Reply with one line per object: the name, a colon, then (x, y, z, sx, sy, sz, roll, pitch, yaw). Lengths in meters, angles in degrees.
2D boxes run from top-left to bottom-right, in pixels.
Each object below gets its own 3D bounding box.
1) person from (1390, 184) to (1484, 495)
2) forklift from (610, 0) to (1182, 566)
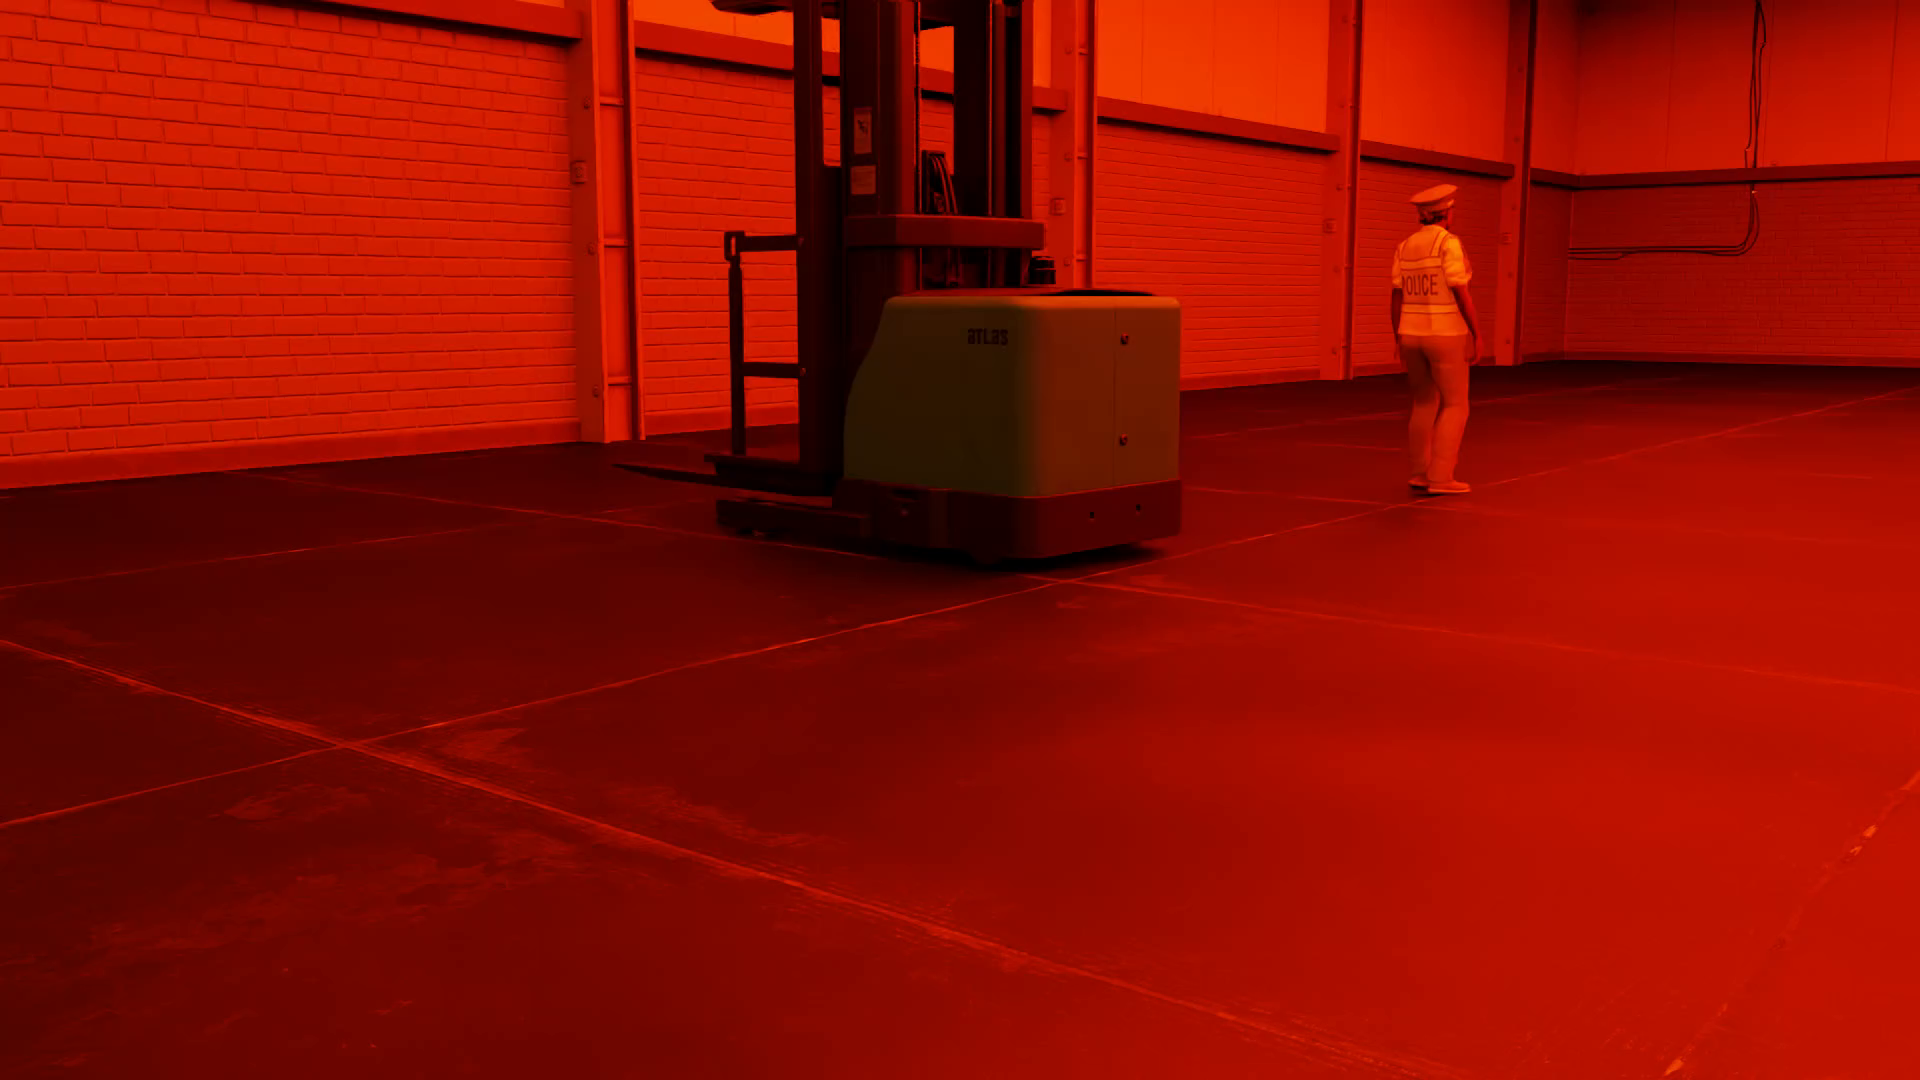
person: (2.645, -1.083, 9.127, 0.469, 1.716, 0.530, -5, 10, -32)
forklift: (-0.473, -1.506, 7.572, 3.031, 2.935, 1.130, 8, 11, 43)
